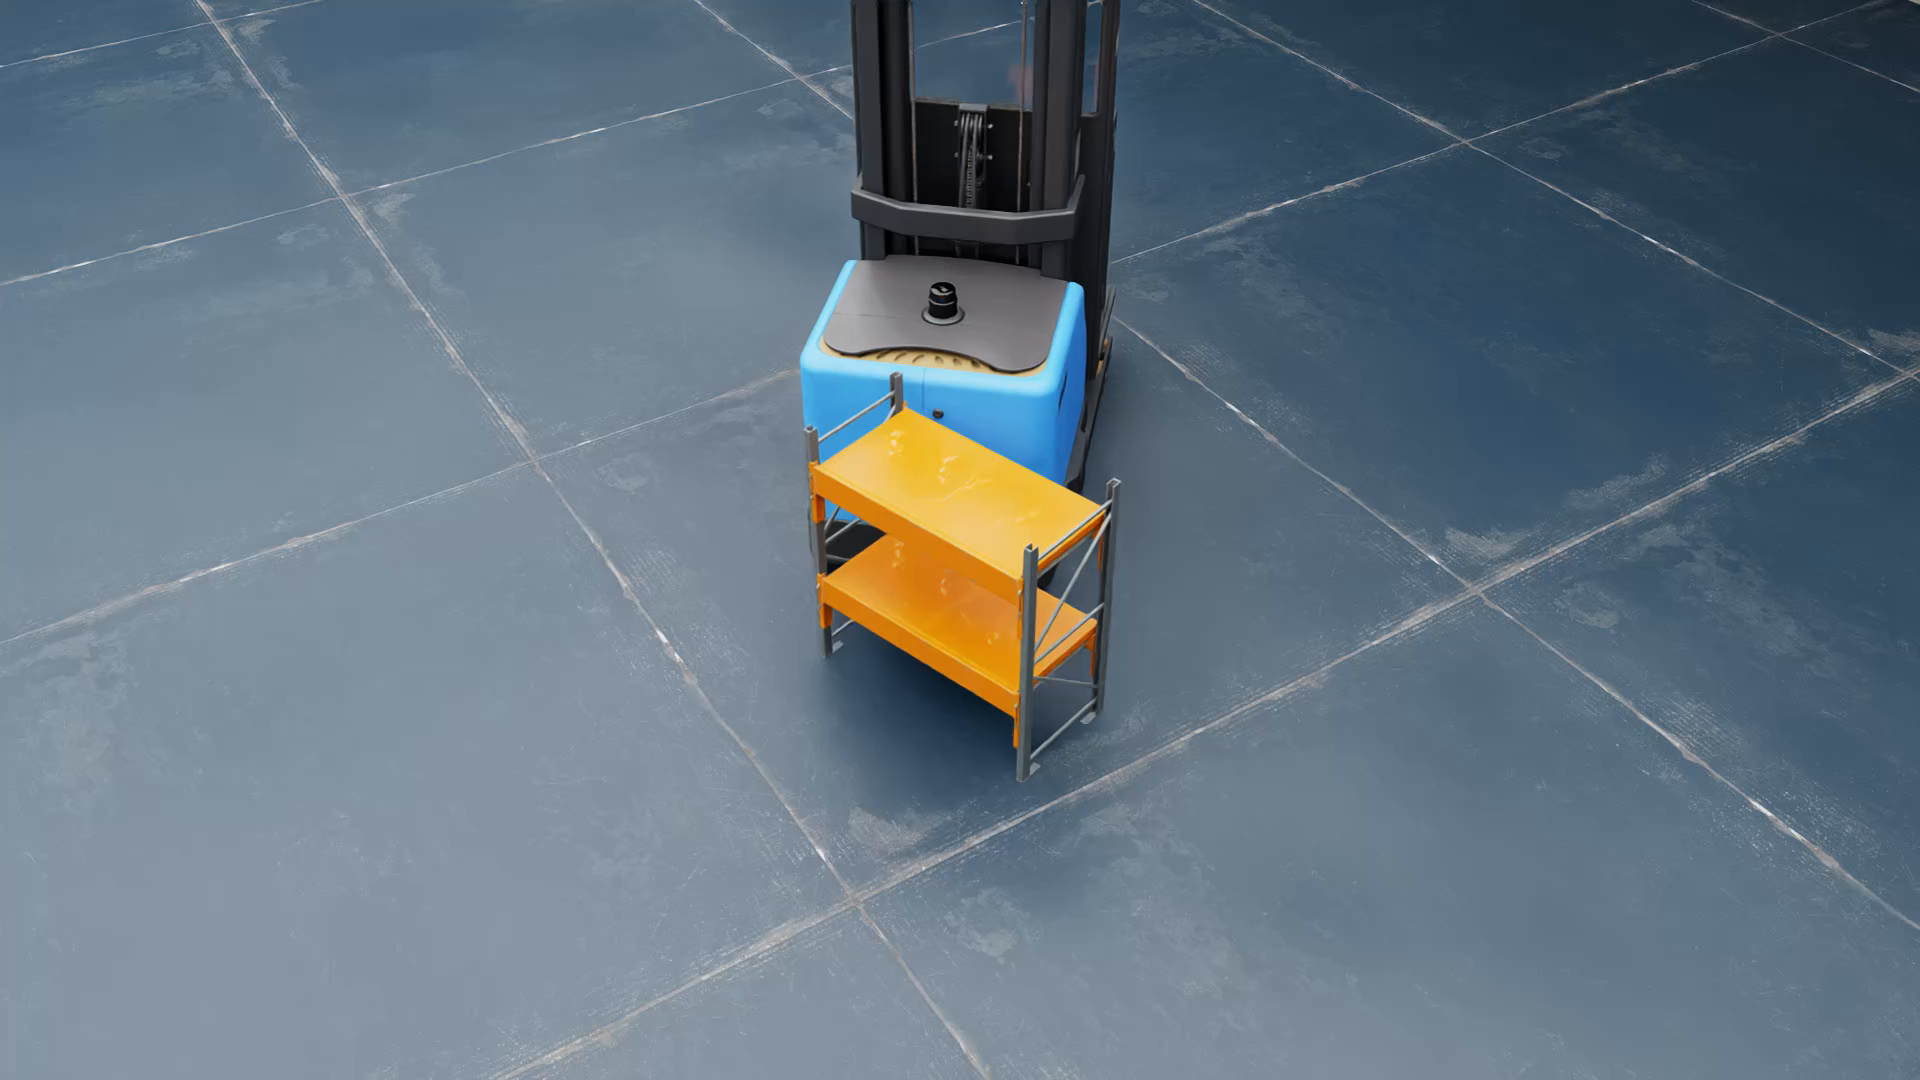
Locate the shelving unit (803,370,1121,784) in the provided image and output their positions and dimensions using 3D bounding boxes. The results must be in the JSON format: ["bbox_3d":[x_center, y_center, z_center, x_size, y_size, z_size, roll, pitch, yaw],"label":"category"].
[{"bbox_3d":[-0.003,0.133,6.212,1.048,1.125,0.538,29,48,30],"label":"shelving unit"}]

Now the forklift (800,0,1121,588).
[{"bbox_3d":[0.146,-1.872,7.206,1.130,2.935,3.031,7,40,8],"label":"forklift"}]

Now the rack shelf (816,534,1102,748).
[{"bbox_3d":[-0.003,0.320,6.369,1.000,0.278,0.538,29,48,30],"label":"rack shelf"}]

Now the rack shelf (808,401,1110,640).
[{"bbox_3d":[-0.003,-0.092,6.025,1.000,0.278,0.538,29,48,30],"label":"rack shelf"}]

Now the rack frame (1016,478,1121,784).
[{"bbox_3d":[0.382,0.345,5.958,0.032,1.125,0.500,29,48,30],"label":"rack frame"}]

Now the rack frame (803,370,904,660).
[{"bbox_3d":[-0.389,-0.080,6.467,0.032,1.125,0.500,29,48,30],"label":"rack frame"}]
